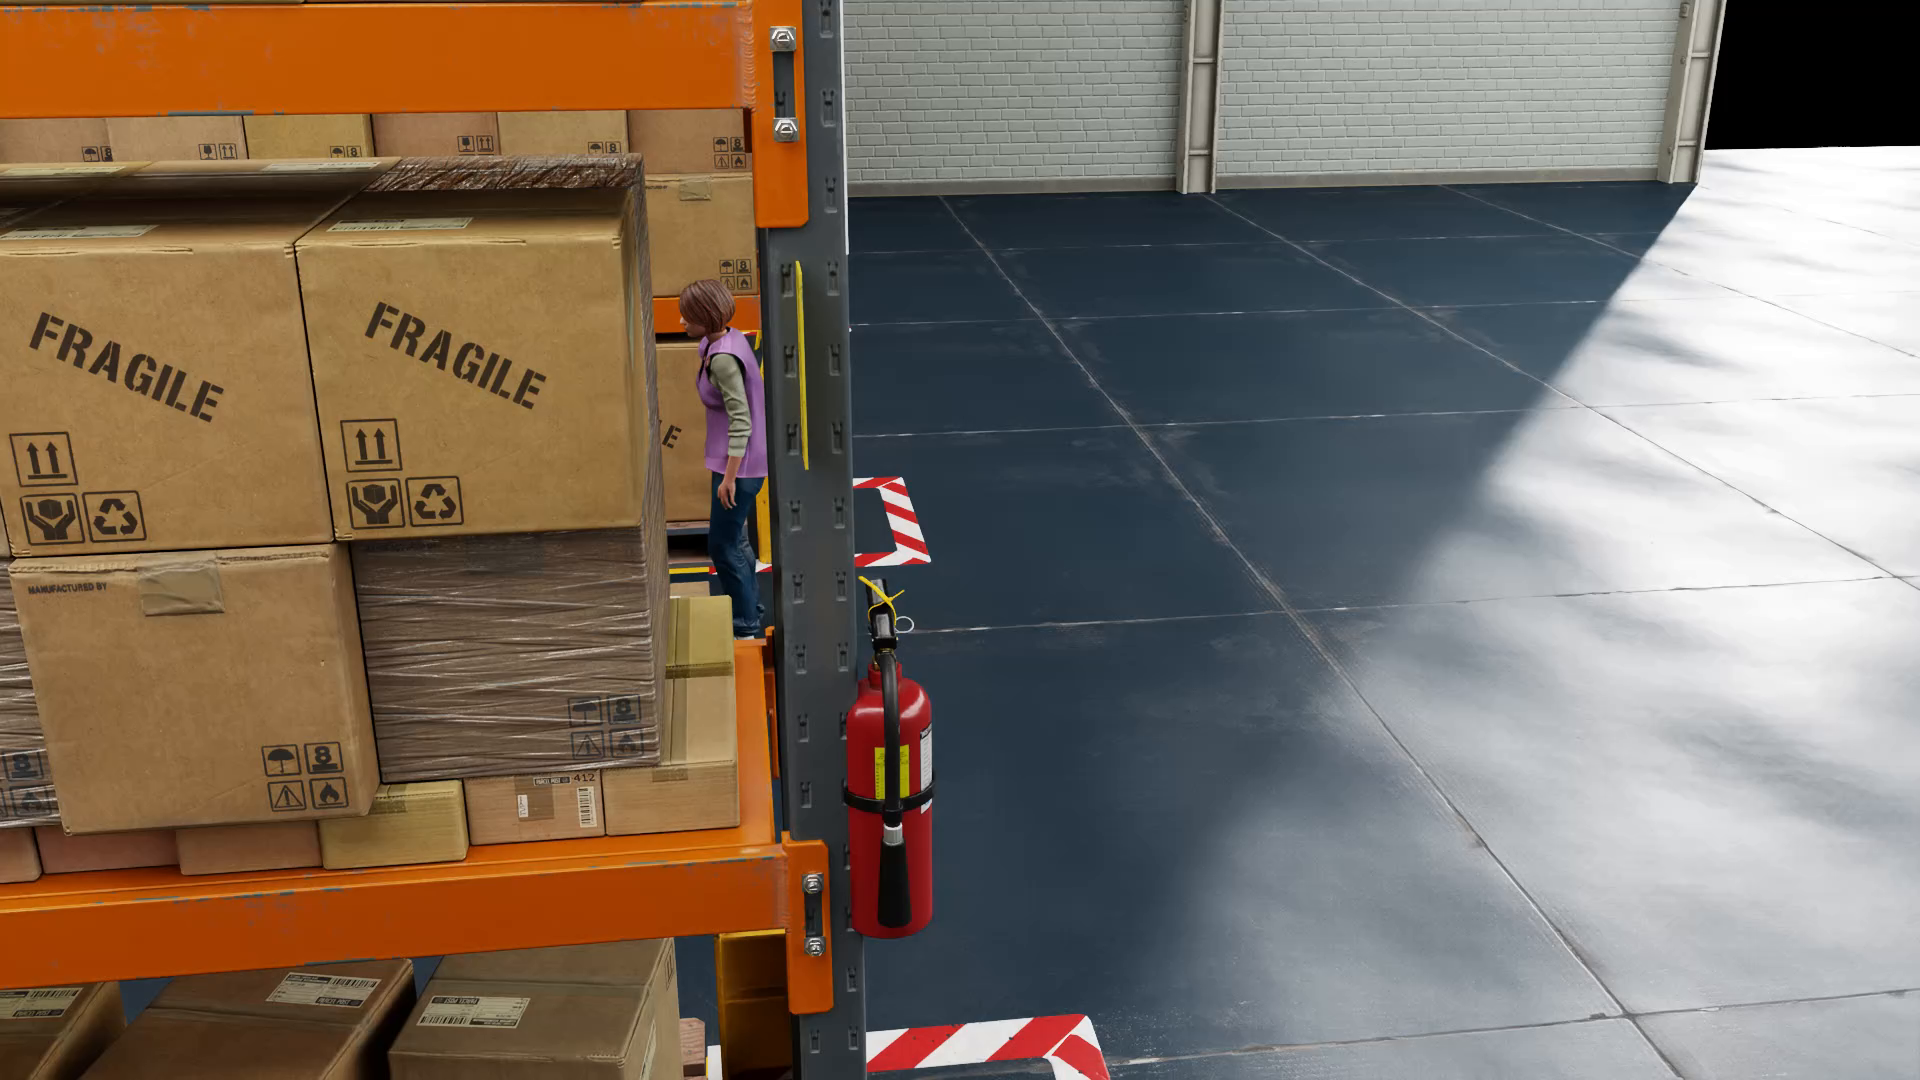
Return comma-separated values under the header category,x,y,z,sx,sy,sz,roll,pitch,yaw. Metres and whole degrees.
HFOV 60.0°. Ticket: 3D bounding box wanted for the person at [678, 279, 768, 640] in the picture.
category,x,y,z,sx,sy,sz,roll,pitch,yaw
person,-0.969,-0.298,6.896,0.375,1.592,0.484,-4,21,-11
